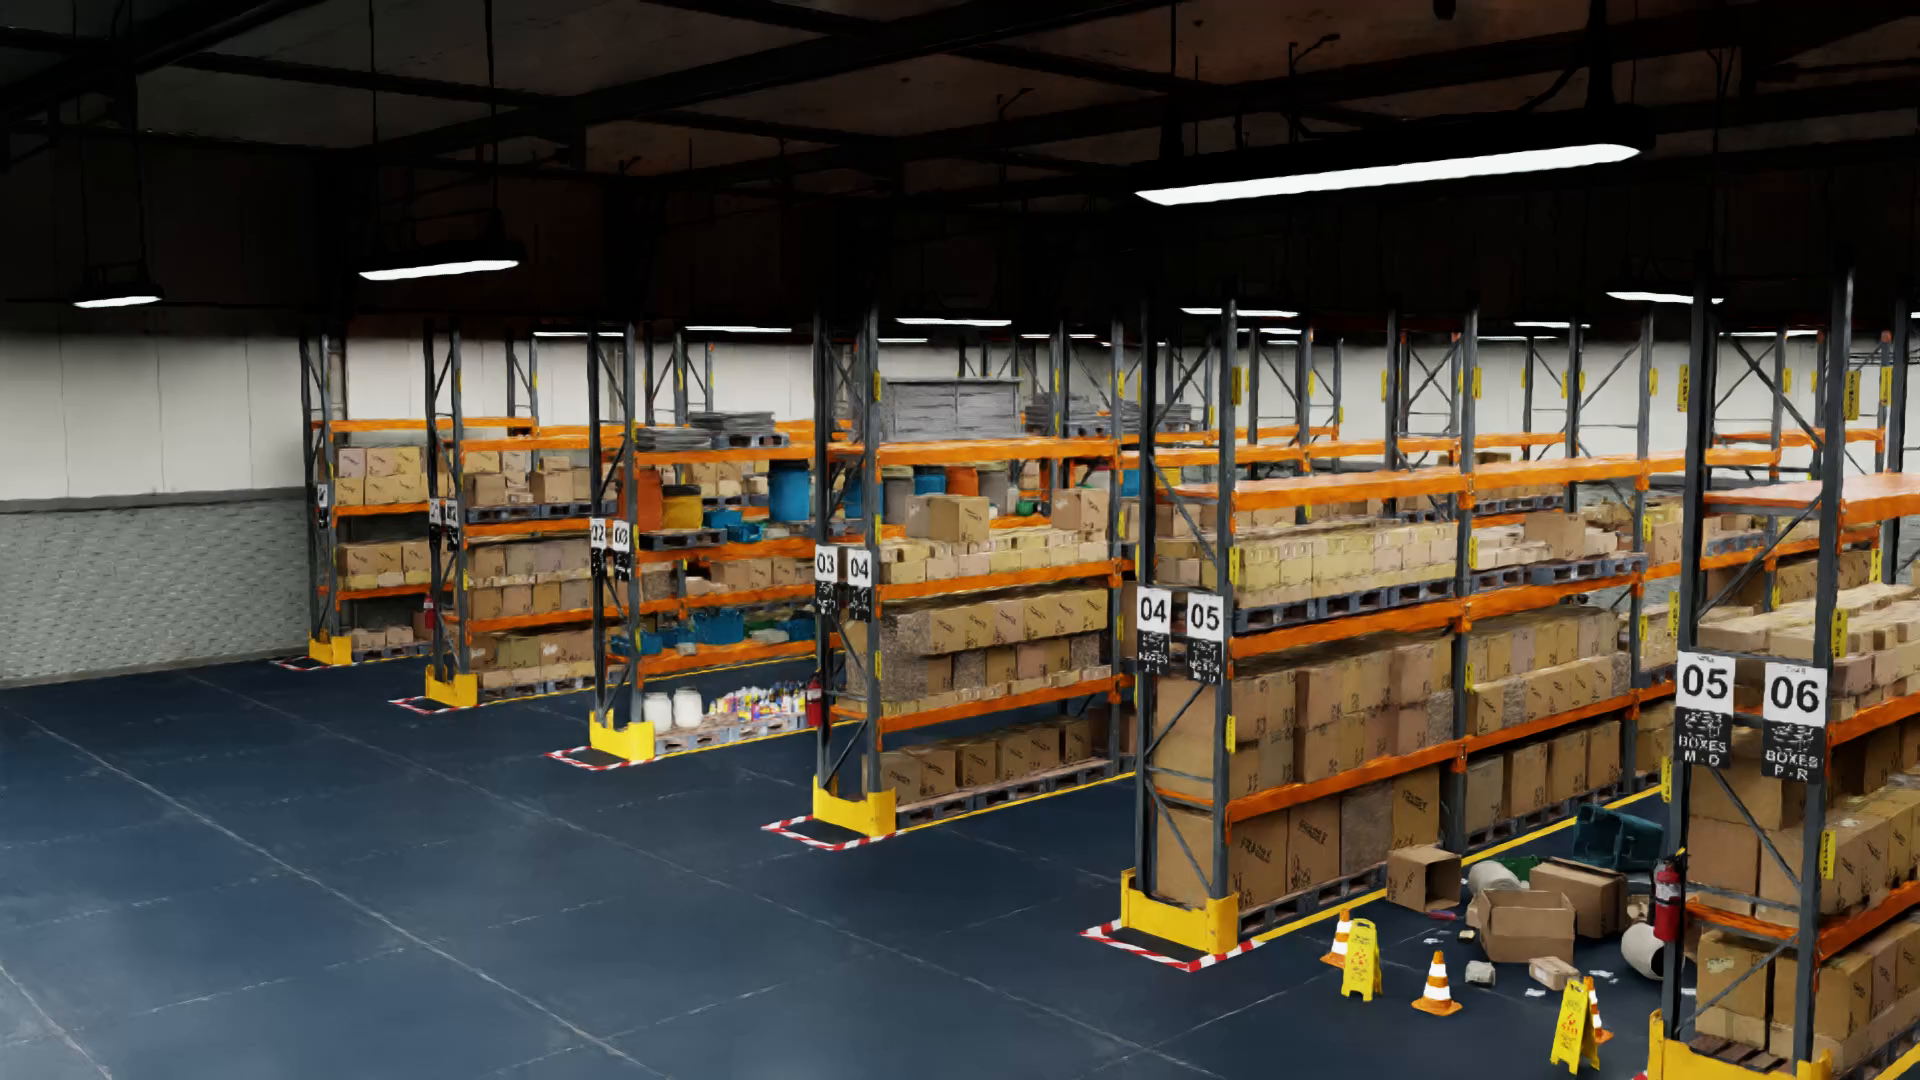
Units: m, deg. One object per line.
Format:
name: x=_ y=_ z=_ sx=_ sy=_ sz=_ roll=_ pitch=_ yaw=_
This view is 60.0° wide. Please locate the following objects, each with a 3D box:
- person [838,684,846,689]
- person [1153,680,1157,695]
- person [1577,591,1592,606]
person: x=-1.457 y=1.593 z=26.935 sx=0.988 sy=1.732 sz=0.598 roll=-2 pitch=6 yaw=-22
person: x=3.201 y=1.686 z=26.093 sx=0.441 sy=1.675 sz=0.498 roll=2 pitch=6 yaw=19
person: x=9.979 y=1.627 z=26.704 sx=0.579 sy=1.666 sz=0.548 roll=-2 pitch=6 yaw=-17
